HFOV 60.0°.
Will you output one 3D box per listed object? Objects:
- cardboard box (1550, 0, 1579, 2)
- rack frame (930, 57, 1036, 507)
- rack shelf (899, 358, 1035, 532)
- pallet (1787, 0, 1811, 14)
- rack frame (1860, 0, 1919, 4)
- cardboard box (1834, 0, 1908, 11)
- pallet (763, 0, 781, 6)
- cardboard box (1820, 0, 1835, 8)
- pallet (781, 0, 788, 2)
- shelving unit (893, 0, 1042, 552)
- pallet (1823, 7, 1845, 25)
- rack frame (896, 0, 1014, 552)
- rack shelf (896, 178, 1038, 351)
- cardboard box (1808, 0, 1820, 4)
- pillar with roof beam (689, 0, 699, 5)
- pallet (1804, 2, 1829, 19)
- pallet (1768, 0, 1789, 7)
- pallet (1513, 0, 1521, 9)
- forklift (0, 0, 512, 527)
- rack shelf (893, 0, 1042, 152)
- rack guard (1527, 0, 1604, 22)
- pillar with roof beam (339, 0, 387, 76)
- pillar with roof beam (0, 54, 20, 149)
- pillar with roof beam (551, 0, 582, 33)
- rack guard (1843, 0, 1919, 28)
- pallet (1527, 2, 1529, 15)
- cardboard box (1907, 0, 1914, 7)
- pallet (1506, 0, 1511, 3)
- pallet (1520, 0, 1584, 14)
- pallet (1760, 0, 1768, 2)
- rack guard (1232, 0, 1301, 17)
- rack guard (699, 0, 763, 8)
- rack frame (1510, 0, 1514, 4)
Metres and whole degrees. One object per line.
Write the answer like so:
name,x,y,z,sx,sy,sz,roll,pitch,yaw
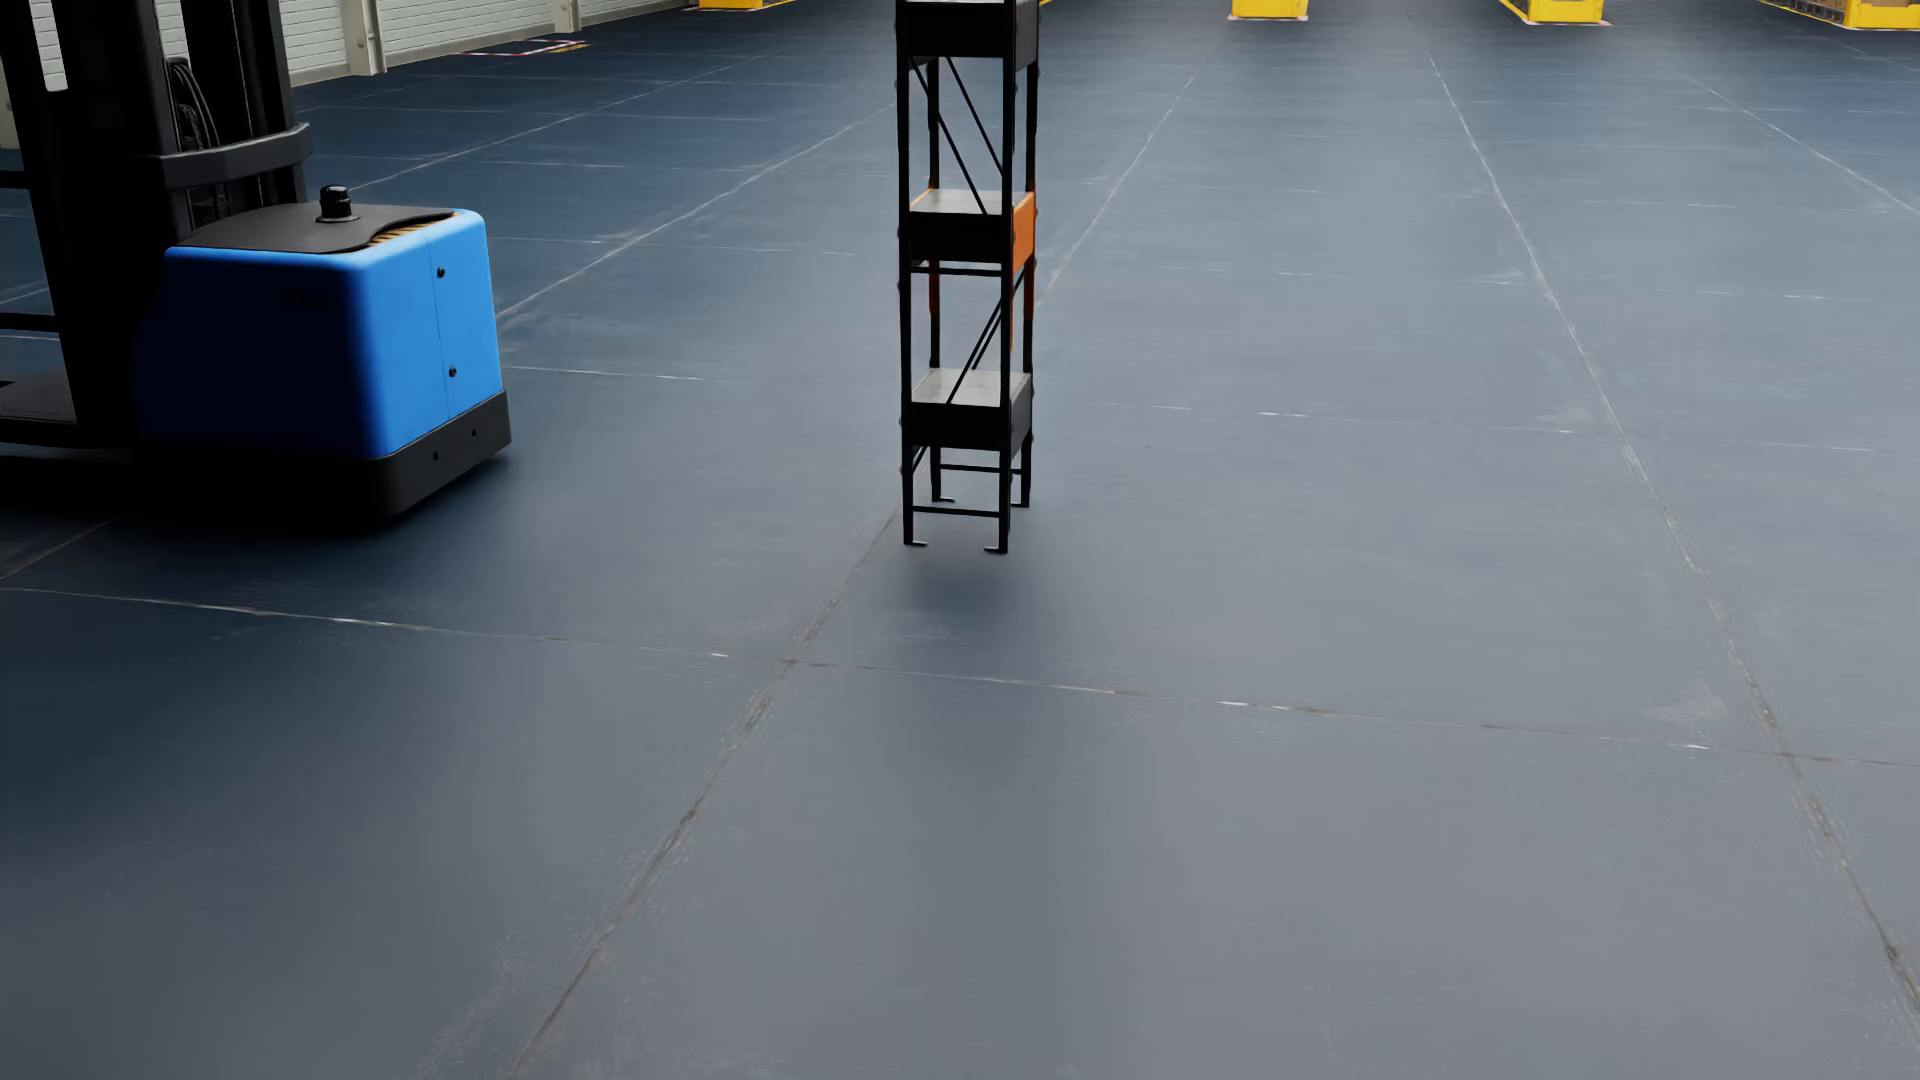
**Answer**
cardboard box,10.394,-9.456,28.602,0.500,0.500,0.500,9,24,21
rack frame,0.084,-1.124,6.333,0.400,2.100,0.015,4,22,11
rack shelf,0.034,-0.373,6.378,0.431,0.518,0.480,4,22,11
pallet,15.669,-9.676,30.097,1.003,0.211,1.213,4,22,11
rack frame,15.085,-9.779,26.619,1.000,3.000,0.127,4,22,11
cardboard box,15.159,-9.241,27.566,0.875,0.875,0.875,5,22,11
pallet,-4.082,-10.355,31.784,1.003,0.211,1.213,4,22,11
cardboard box,15.336,-9.563,28.365,0.875,0.875,0.875,4,22,10
pallet,-3.830,-10.800,32.888,1.003,0.211,1.213,4,22,11
shelving unit,0.034,-1.035,6.112,0.431,2.100,0.503,4,22,11
pallet,15.171,-8.784,27.881,1.003,0.211,1.213,4,22,11
rack frame,-0.016,-0.945,5.890,0.400,2.100,0.015,4,22,11
rack shelf,0.034,-1.022,6.117,0.431,0.518,0.480,4,22,11
cardboard box,15.524,-9.896,29.193,0.875,0.875,0.875,5,22,11
pillar with roof beam,-0.787,-14.103,29.326,9.100,9.000,0.400,4,22,11
pallet,15.423,-9.229,28.986,1.003,0.211,1.213,4,22,11
pallet,15.985,-10.236,31.487,1.003,0.211,1.213,4,22,11
pallet,10.964,-10.115,31.187,1.003,0.211,1.213,4,22,11
forklift,-3.520,-1.692,6.631,3.031,2.935,1.130,5,23,13
rack shelf,0.034,-1.671,5.855,0.431,0.518,0.480,4,22,11
rack guard,10.265,-9.062,28.186,1.175,0.500,0.348,4,22,11
pillar with roof beam,-3.236,-9.715,18.429,9.100,9.000,0.400,4,22,11
pillar with roof beam,-4.460,-7.520,12.981,9.100,9.000,0.400,4,22,11
pillar with roof beam,-2.011,-11.909,23.878,9.100,9.000,0.400,4,22,11
rack guard,15.080,-8.611,27.064,1.175,0.500,0.348,4,22,11
pallet,10.466,-9.223,28.971,1.003,0.211,1.213,4,22,11
cardboard box,16.589,-9.438,29.114,0.500,0.500,0.500,8,23,20
pallet,11.223,-10.648,32.510,1.003,0.211,1.213,4,22,11
pallet,10.717,-9.668,30.075,1.003,0.211,1.213,4,22,11
pallet,16.231,-10.684,32.599,1.003,0.211,1.213,4,22,11
rack guard,5.371,-9.443,29.132,1.175,0.500,0.348,4,22,11
rack guard,-4.282,-10.195,30.999,1.175,0.500,0.348,4,22,11
rack frame,11.066,-11.657,31.282,1.000,3.000,0.127,4,22,11
